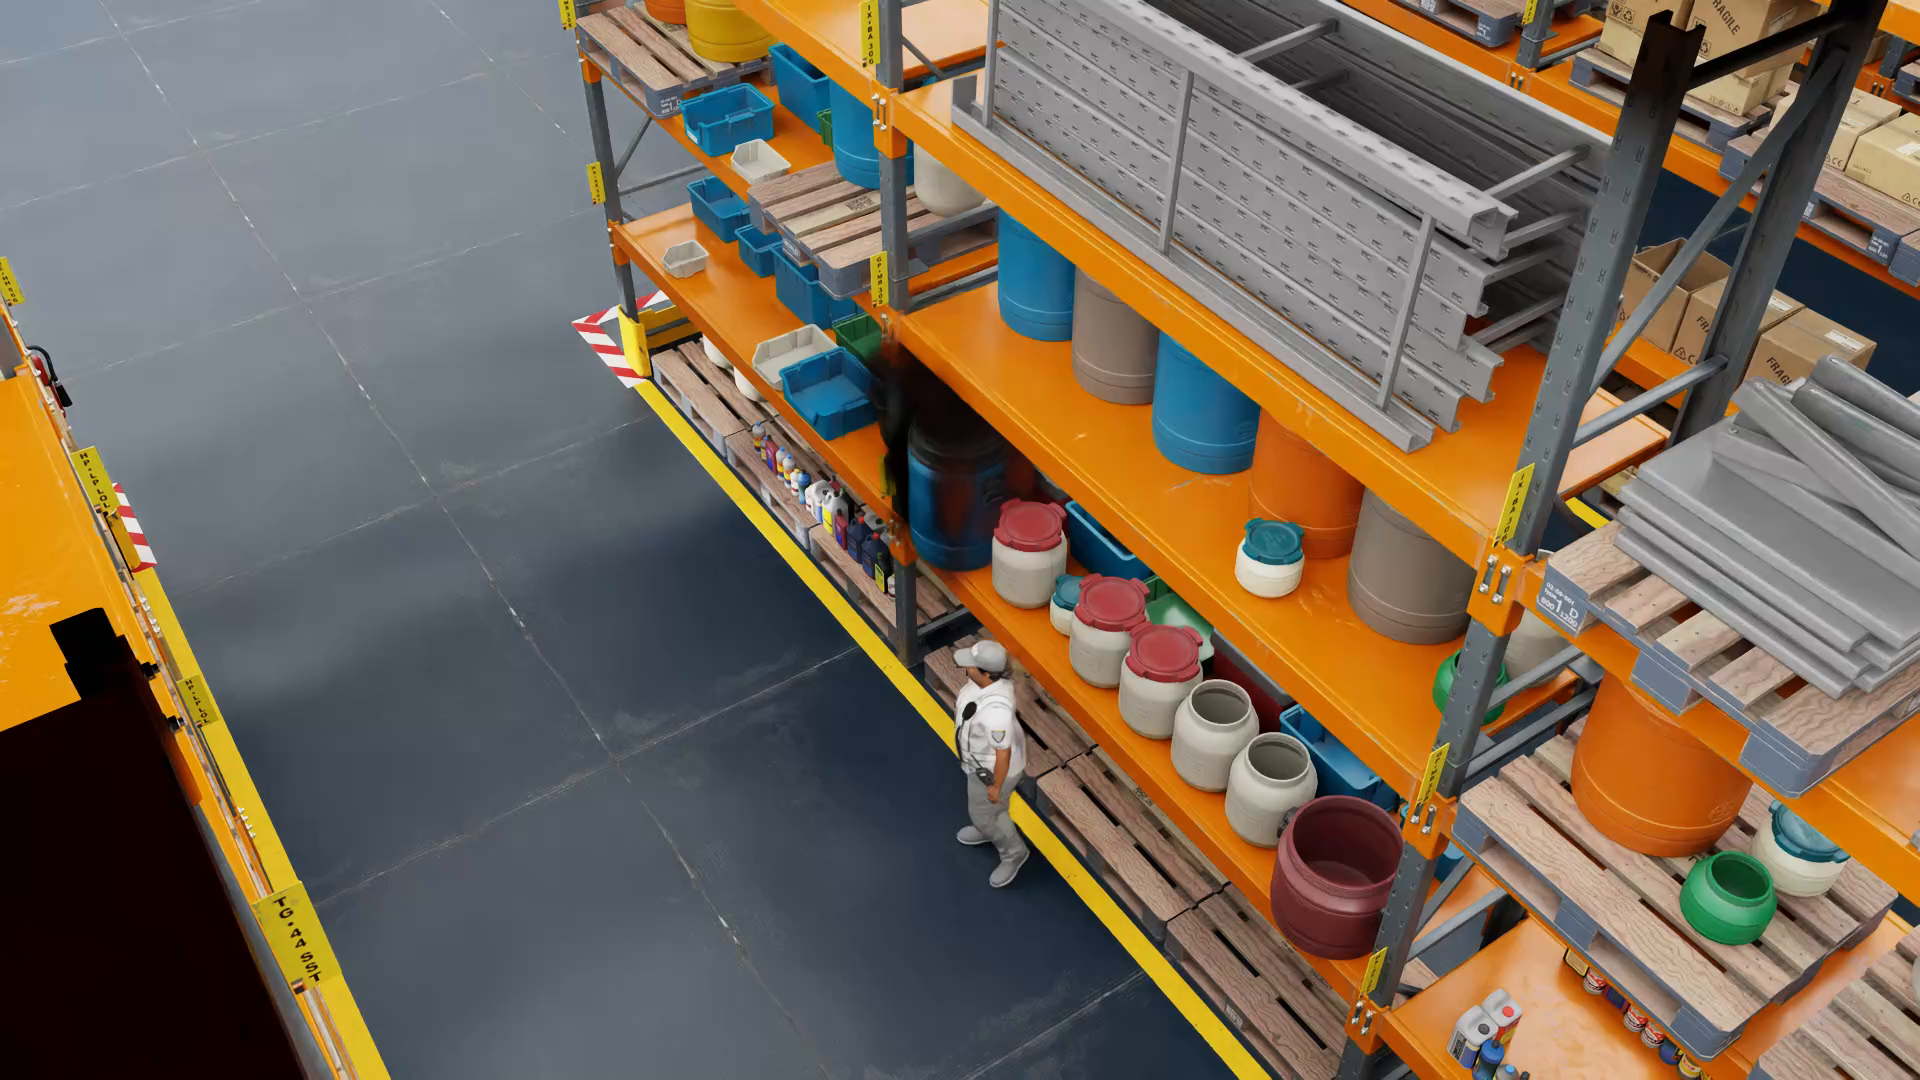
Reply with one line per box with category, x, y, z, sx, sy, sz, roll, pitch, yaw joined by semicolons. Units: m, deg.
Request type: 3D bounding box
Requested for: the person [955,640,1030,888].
person;0.188;1.212;9.207;0.436;1.676;0.534;1;43;1
